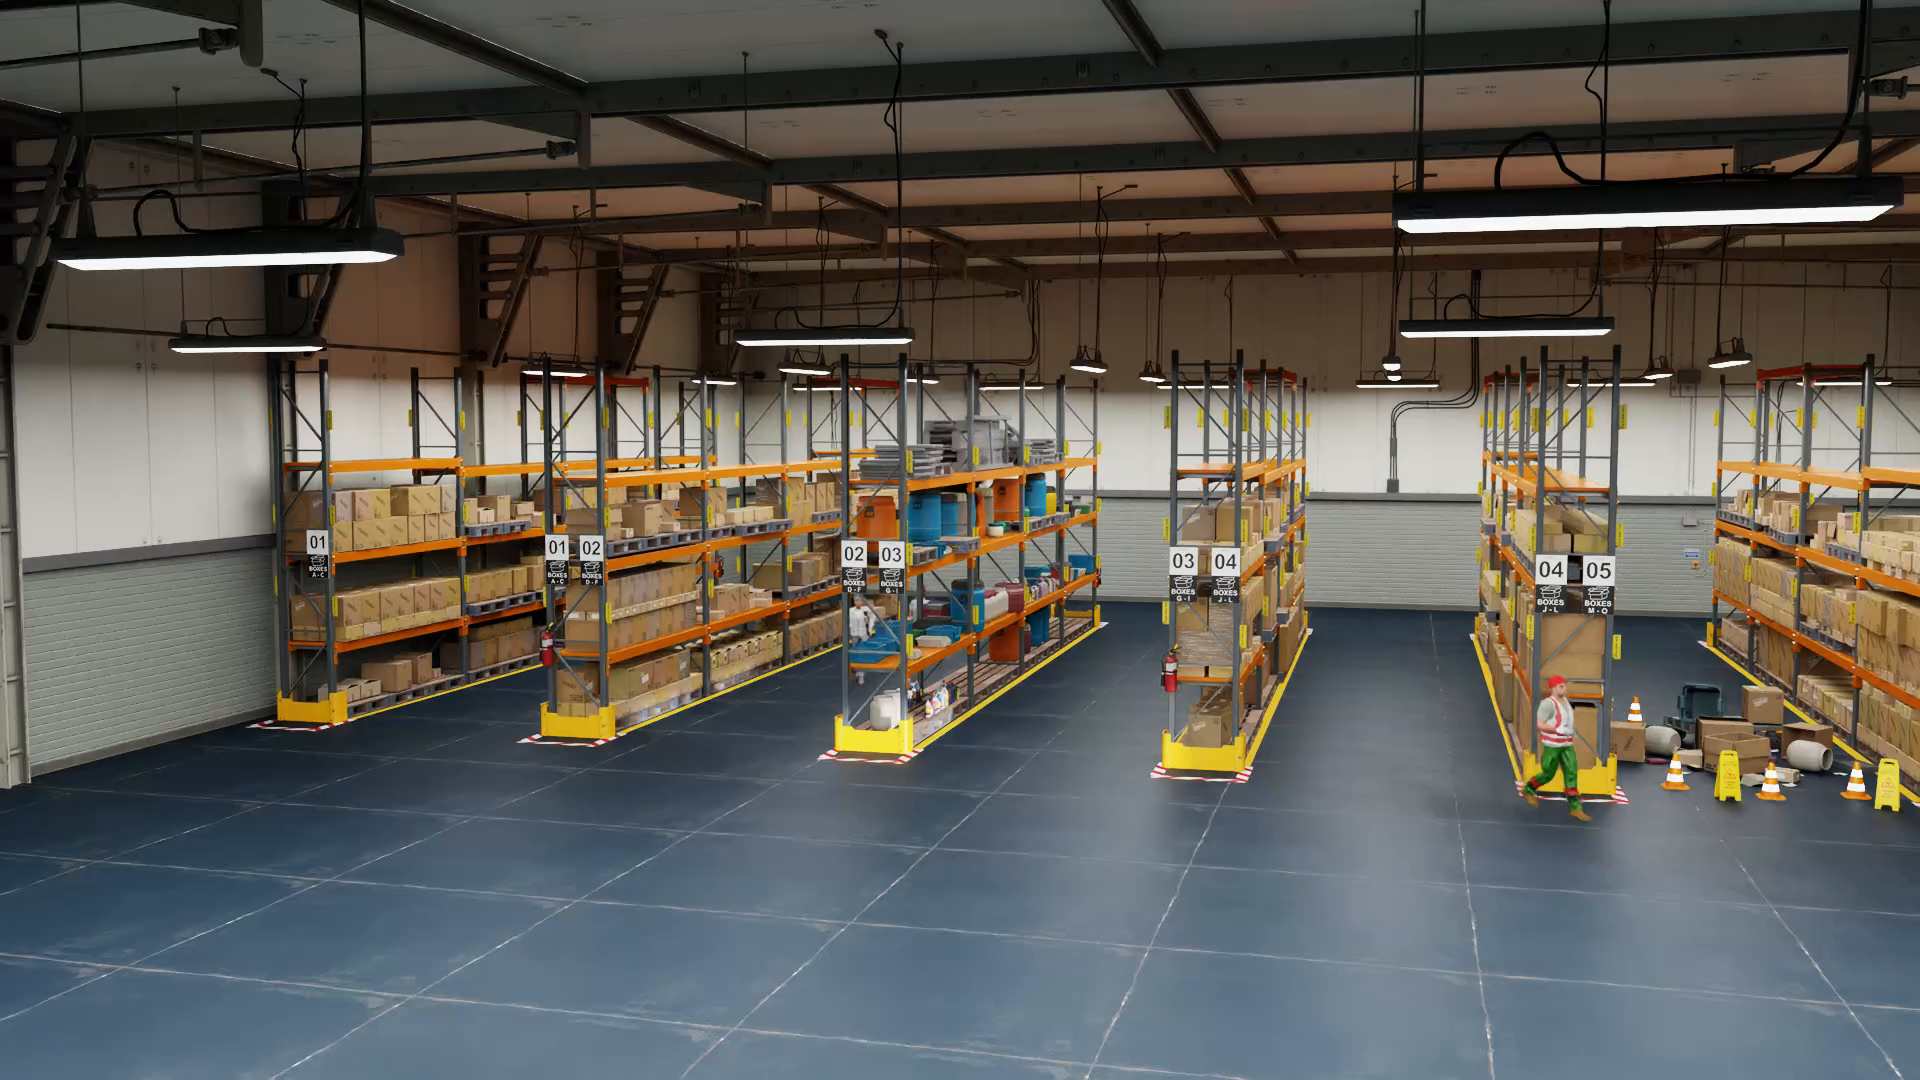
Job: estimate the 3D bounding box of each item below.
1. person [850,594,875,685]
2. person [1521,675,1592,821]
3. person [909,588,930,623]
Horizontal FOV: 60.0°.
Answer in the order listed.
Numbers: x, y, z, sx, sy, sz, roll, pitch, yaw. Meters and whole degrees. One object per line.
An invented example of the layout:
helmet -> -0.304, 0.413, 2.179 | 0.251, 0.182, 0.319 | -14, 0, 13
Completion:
person -> -1.933, 1.862, 31.866 | 0.562, 1.715, 0.857 | 1, 4, 7
person -> 7.499, 2.578, 20.904 | 0.670, 1.778, 1.003 | -2, 5, -29
person -> -0.777, 1.764, 33.833 | 0.568, 1.646, 0.659 | 2, 4, 22
